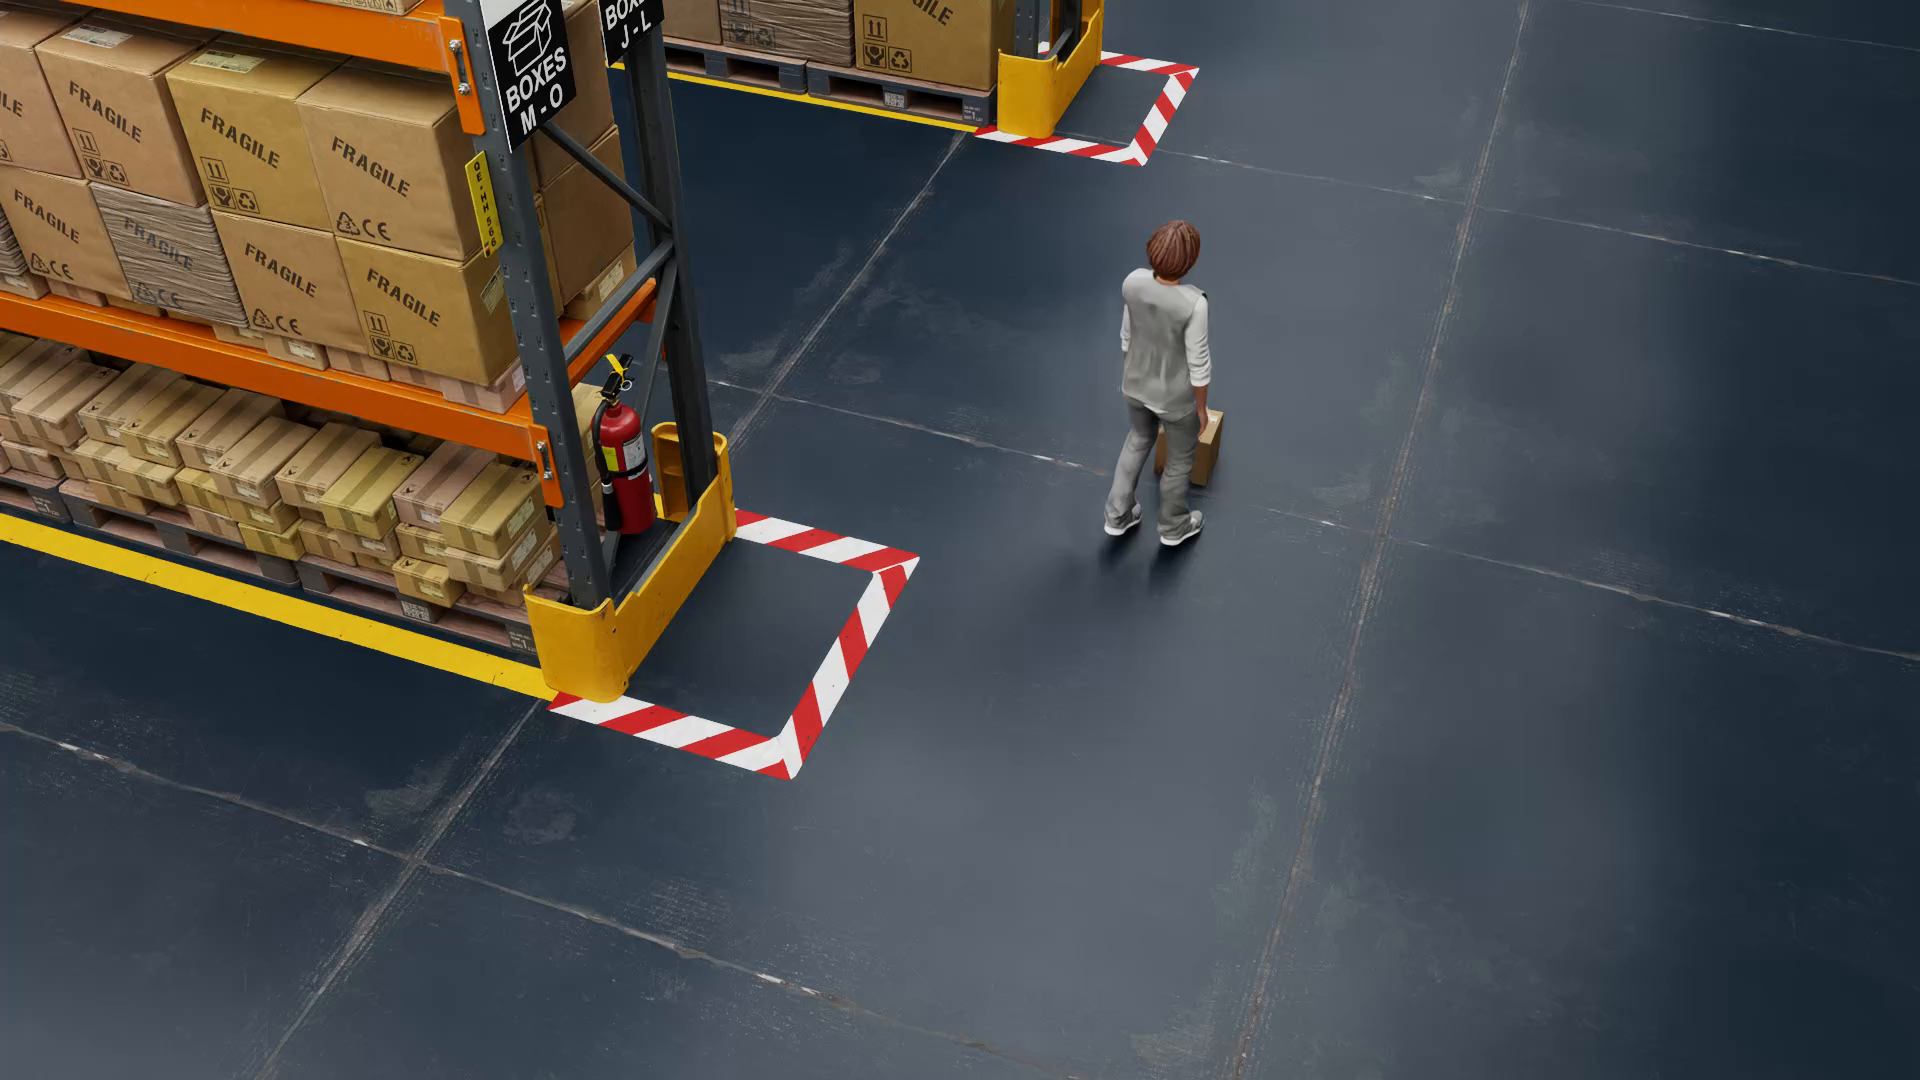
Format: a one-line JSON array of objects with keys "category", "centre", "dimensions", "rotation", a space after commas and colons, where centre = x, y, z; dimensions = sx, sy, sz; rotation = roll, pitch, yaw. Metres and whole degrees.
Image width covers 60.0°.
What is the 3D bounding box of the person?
[{"category": "person", "centre": [0.848, -0.629, 6.844], "dimensions": [0.462, 1.606, 0.425], "rotation": [27, 49, 27]}]
